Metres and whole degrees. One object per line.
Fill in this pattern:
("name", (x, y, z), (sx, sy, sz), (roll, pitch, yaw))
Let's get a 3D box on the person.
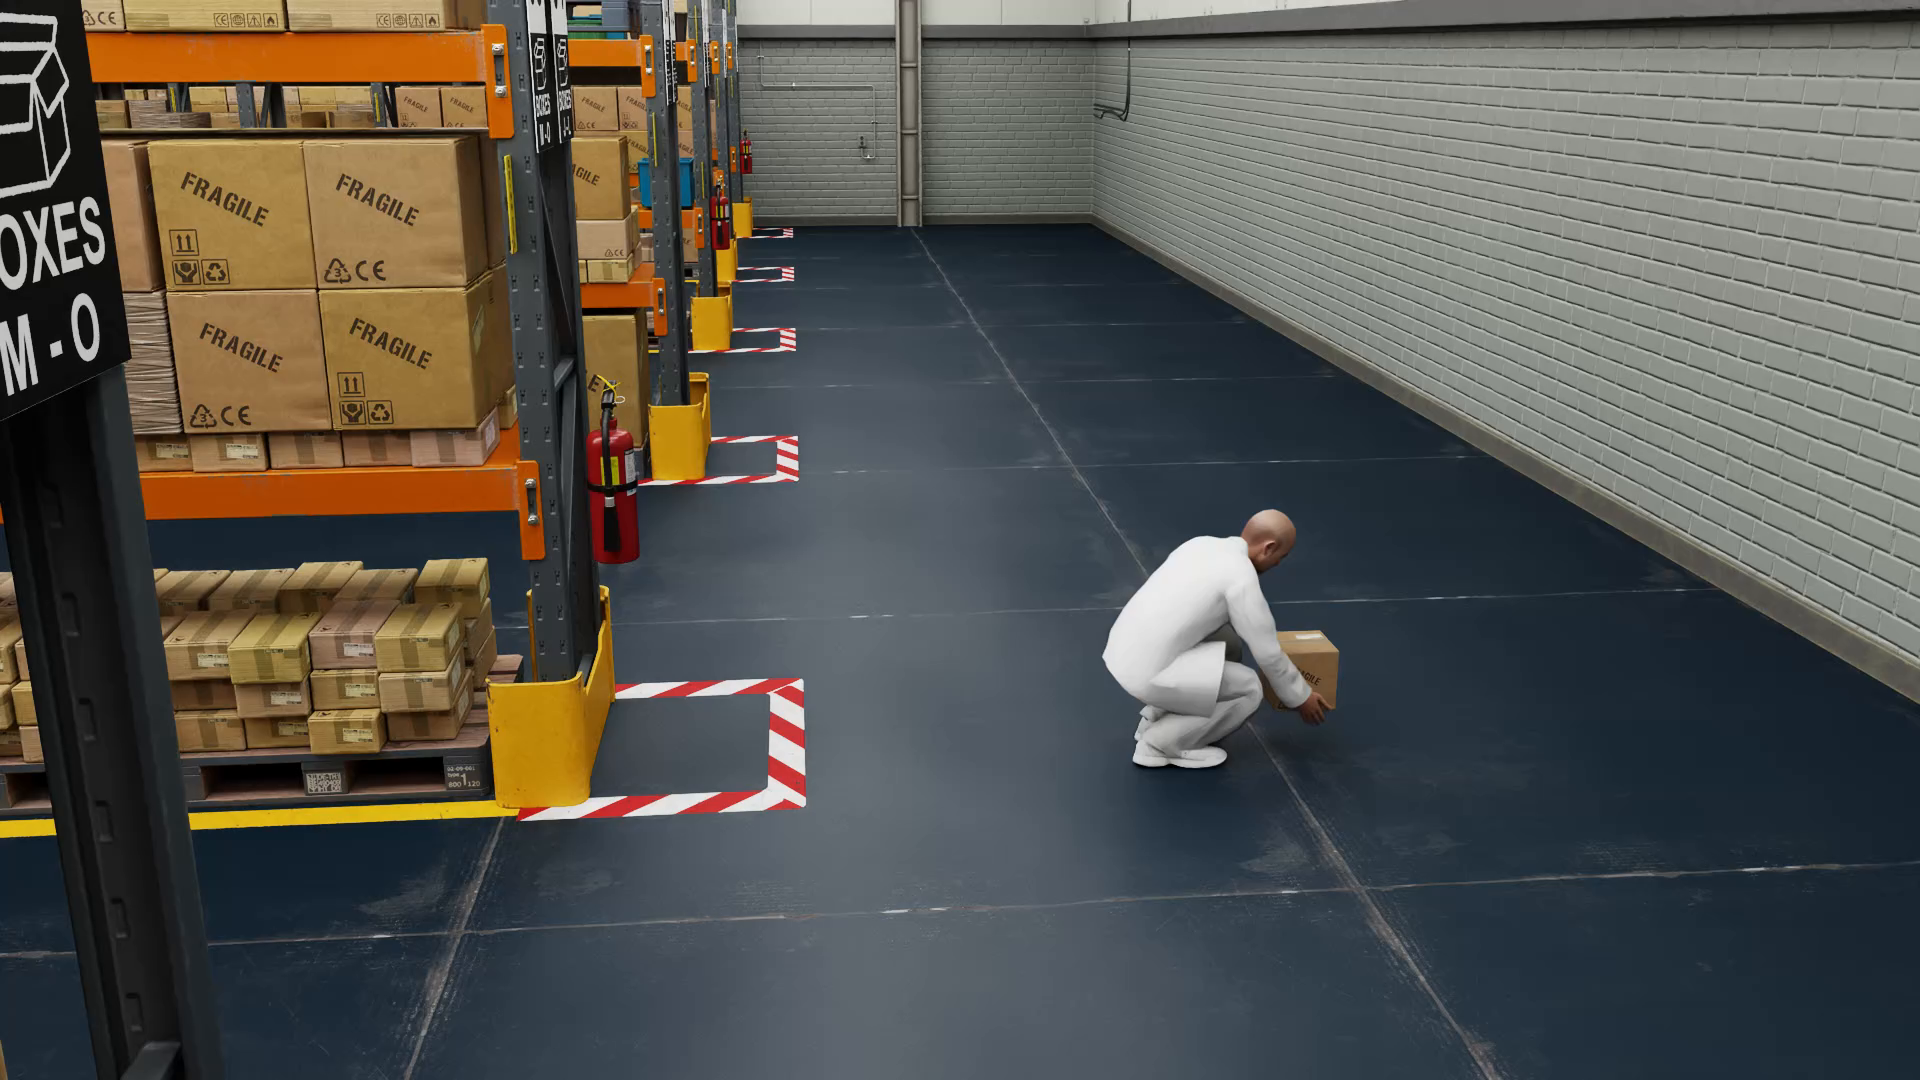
("person", (1.023, 0.377, 6.665), (0.924, 1.005, 0.581), (-2, 17, -7))
